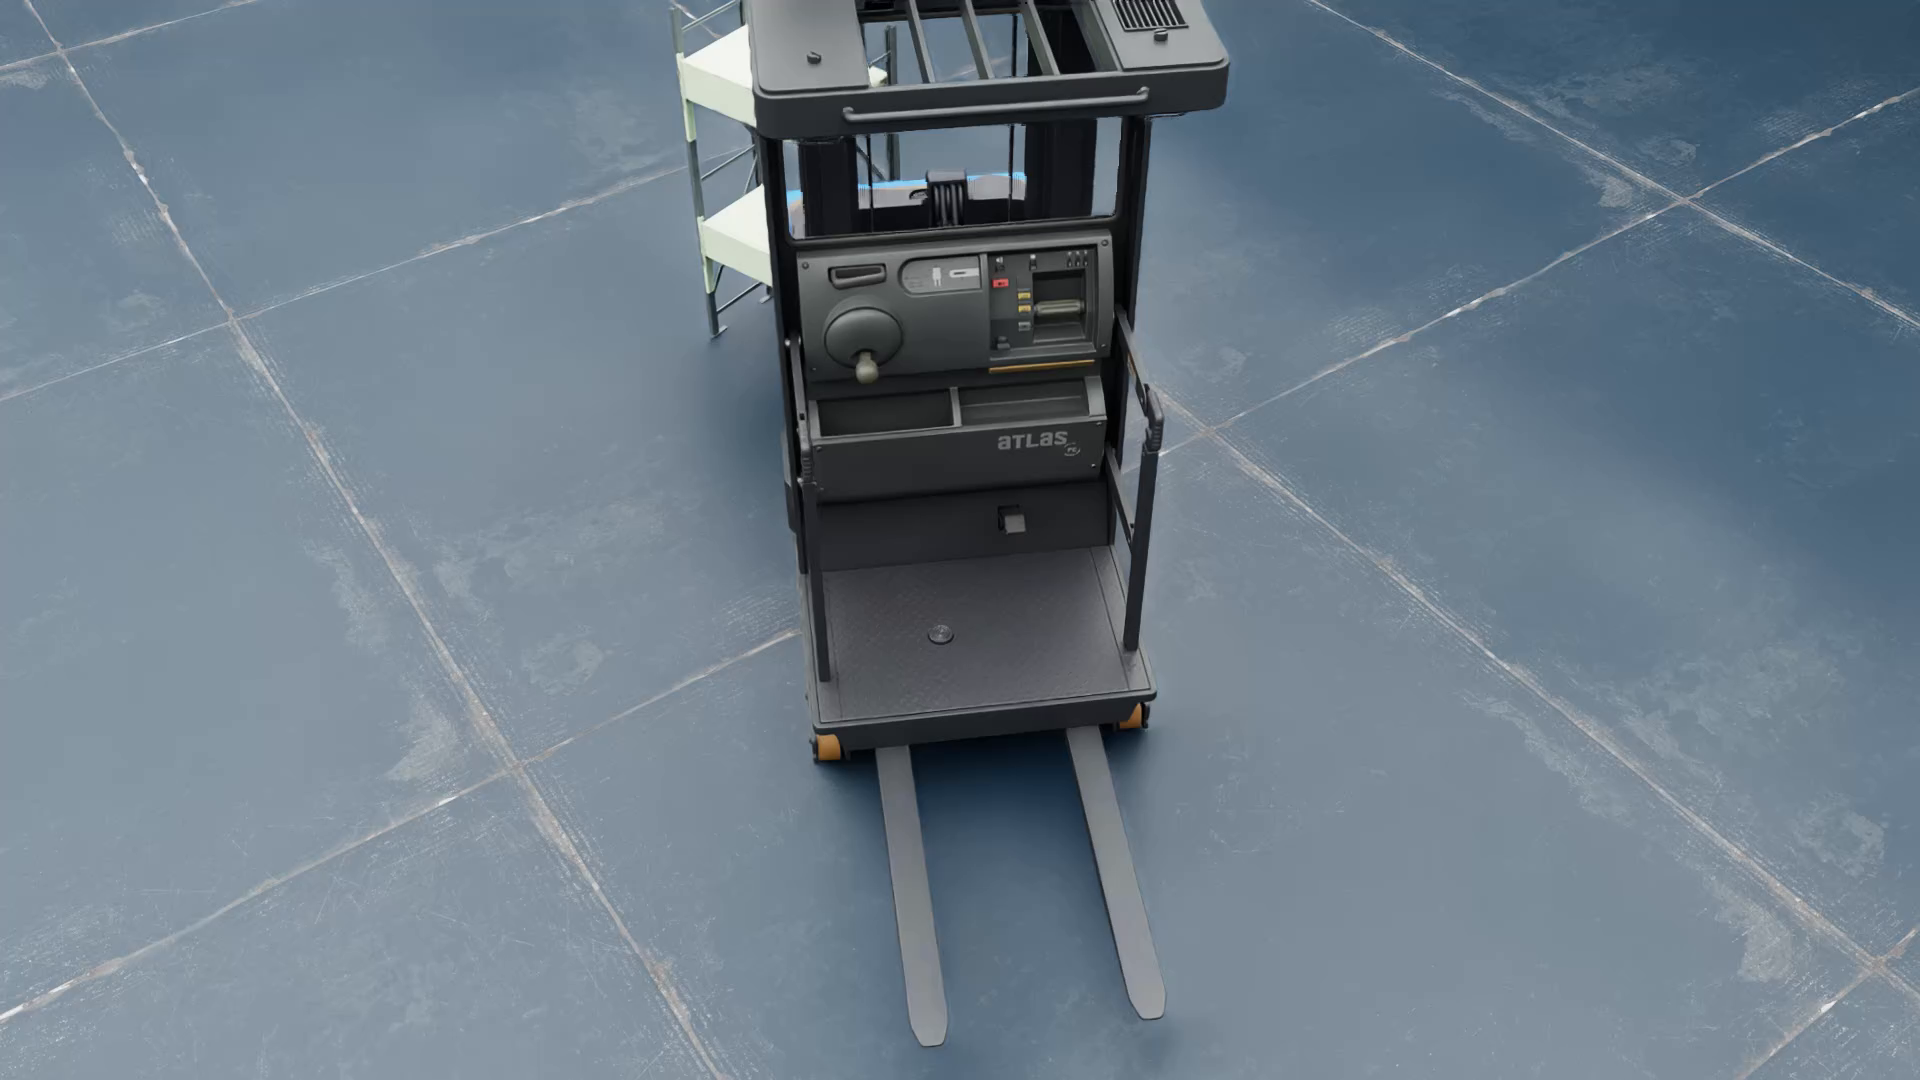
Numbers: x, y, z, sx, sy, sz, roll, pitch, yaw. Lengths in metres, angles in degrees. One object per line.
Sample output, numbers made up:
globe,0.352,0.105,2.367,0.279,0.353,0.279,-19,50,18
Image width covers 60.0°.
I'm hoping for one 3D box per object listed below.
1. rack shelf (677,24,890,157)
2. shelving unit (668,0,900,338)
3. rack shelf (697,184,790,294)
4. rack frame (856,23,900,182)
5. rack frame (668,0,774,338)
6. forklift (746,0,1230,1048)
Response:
rack shelf,-0.654,-1.657,6.335,0.720,0.370,0.431,27,50,26
shelving unit,-0.654,-1.375,6.604,0.755,1.500,0.431,27,50,26
rack shelf,-0.654,-1.139,6.829,0.720,0.370,0.431,27,50,26
rack frame,-0.361,-1.224,6.446,0.023,1.500,0.400,27,50,26
rack frame,-0.948,-1.526,6.762,0.023,1.500,0.400,27,50,26
forklift,0.024,-0.596,4.752,1.130,2.935,3.031,-5,44,-6
